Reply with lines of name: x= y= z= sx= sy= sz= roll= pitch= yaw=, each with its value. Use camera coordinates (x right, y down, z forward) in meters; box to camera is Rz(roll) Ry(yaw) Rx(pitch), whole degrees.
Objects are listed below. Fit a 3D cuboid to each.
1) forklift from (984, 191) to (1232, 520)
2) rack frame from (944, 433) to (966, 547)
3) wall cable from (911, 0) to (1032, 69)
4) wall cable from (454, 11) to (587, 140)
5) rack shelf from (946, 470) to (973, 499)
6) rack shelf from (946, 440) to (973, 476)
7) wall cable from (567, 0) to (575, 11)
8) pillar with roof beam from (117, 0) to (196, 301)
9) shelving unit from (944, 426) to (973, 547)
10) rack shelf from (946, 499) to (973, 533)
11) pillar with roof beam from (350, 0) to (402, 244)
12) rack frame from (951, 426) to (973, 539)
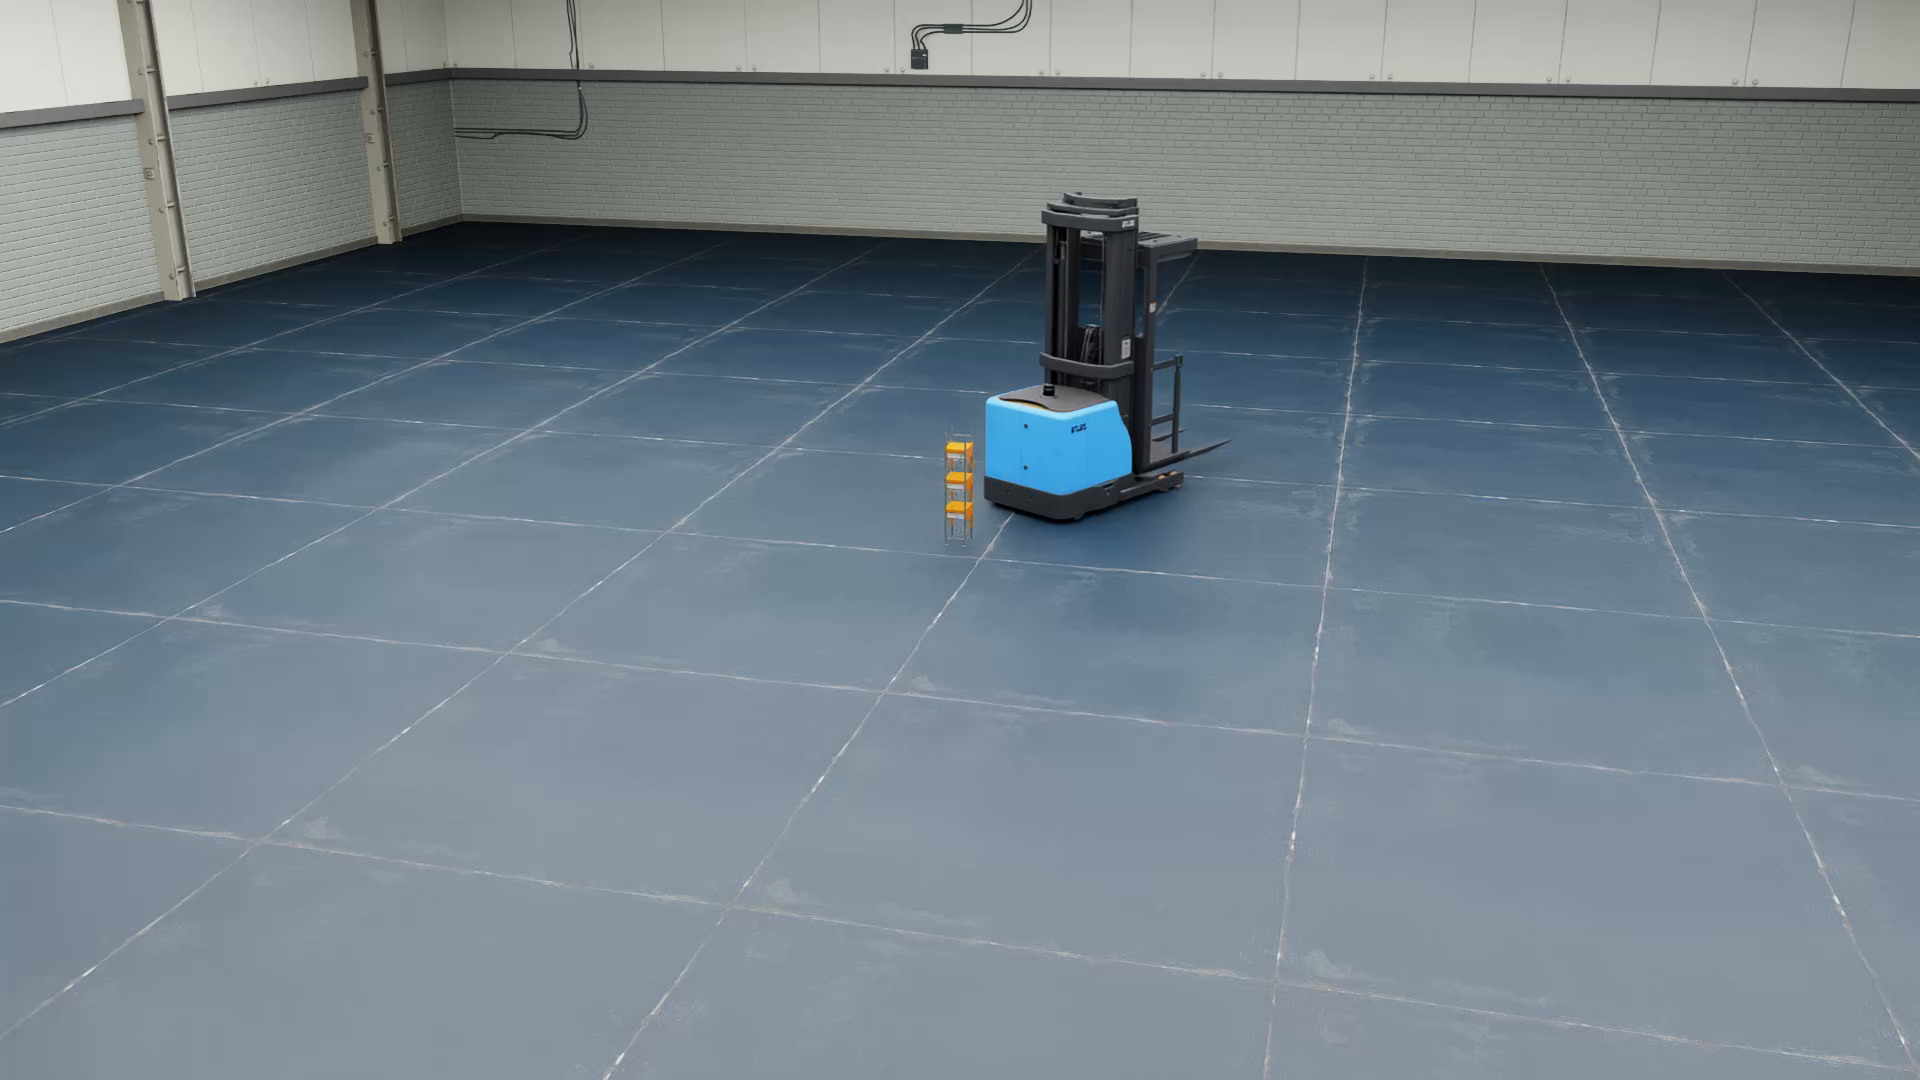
forklift: x=1.612 y=-1.968 z=16.477 sx=1.130 sy=2.935 sz=3.031 roll=17 pitch=25 yaw=41
rack frame: x=-0.043 y=-0.442 z=14.919 sx=0.200 sy=1.050 sz=0.008 roll=5 pitch=19 yaw=13
wall cable: x=0.201 y=-11.680 z=30.261 sx=2.305 sy=6.003 sz=0.169 roll=5 pitch=19 yaw=13
wall cable: x=-9.001 y=-9.355 z=33.522 sx=3.097 sy=2.526 sz=0.112 roll=5 pitch=19 yaw=13
rack shelf: x=-0.013 y=-0.470 z=15.035 sx=0.215 sy=0.259 sz=0.240 roll=5 pitch=19 yaw=13
rack shelf: x=-0.013 y=-0.739 z=14.943 sx=0.215 sy=0.259 sz=0.240 roll=5 pitch=19 yaw=13
wall cable: x=-6.377 y=-11.532 z=32.080 sx=3.097 sy=2.526 sz=0.112 roll=5 pitch=19 yaw=13
pillar with roof beam: x=-8.294 y=-7.785 z=24.121 sx=9.100 sy=9.000 sz=0.400 roll=5 pitch=19 yaw=13
shelving unit: x=-0.013 y=-0.480 z=15.031 sx=0.215 sy=1.050 sz=0.252 roll=5 pitch=19 yaw=13
rack shelf: x=-0.013 y=-0.207 z=15.124 sx=0.215 sy=0.259 sz=0.240 roll=5 pitch=19 yaw=13
pillar with roof beam: x=-6.828 y=-9.666 z=29.627 sx=9.100 sy=9.000 sz=0.400 roll=5 pitch=19 yaw=13
rack frame: x=0.017 y=-0.518 z=15.143 sx=0.200 sy=1.050 sz=0.008 roll=5 pitch=19 yaw=13
